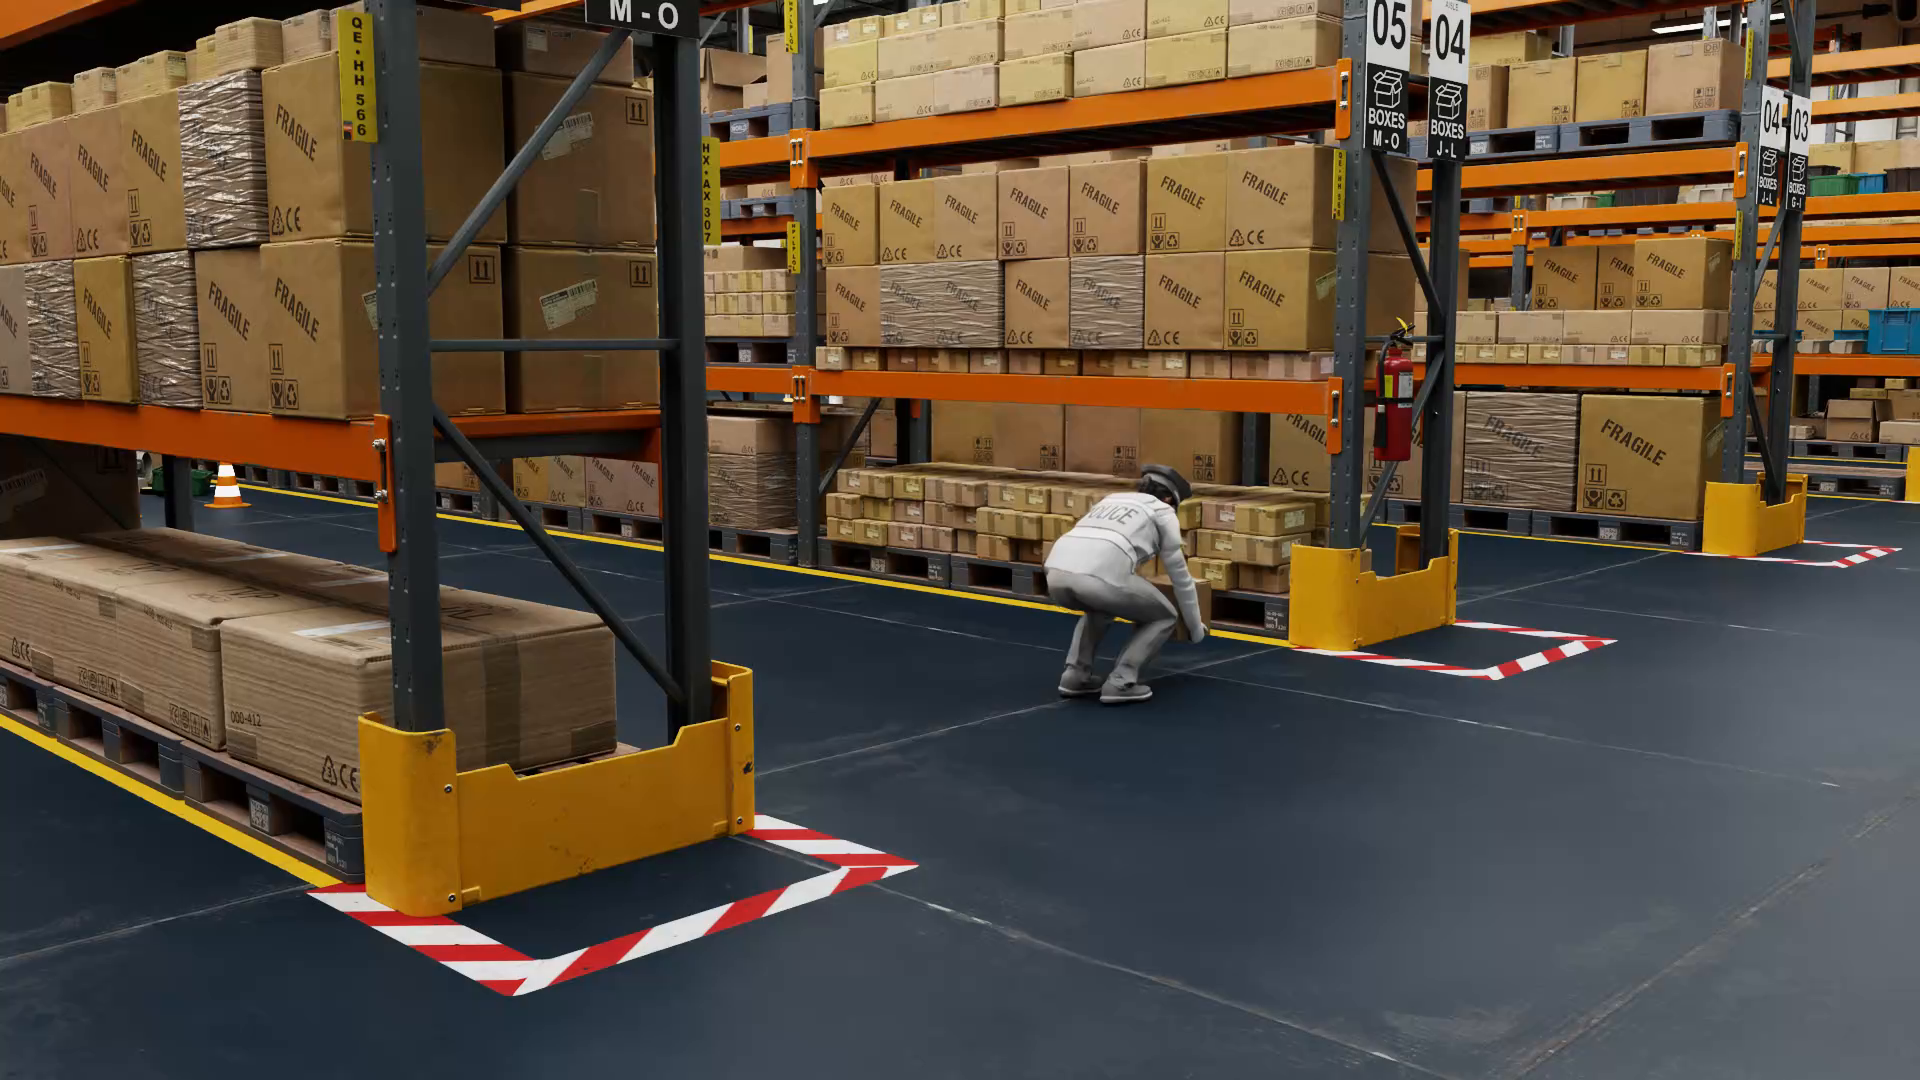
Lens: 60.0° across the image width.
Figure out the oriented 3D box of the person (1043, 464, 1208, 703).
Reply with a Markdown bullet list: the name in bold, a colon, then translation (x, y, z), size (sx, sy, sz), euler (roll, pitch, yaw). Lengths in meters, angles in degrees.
- **person**: translation (0.713, 0.177, 7.148), size (0.459, 0.979, 0.869), euler (6, 10, 42)
